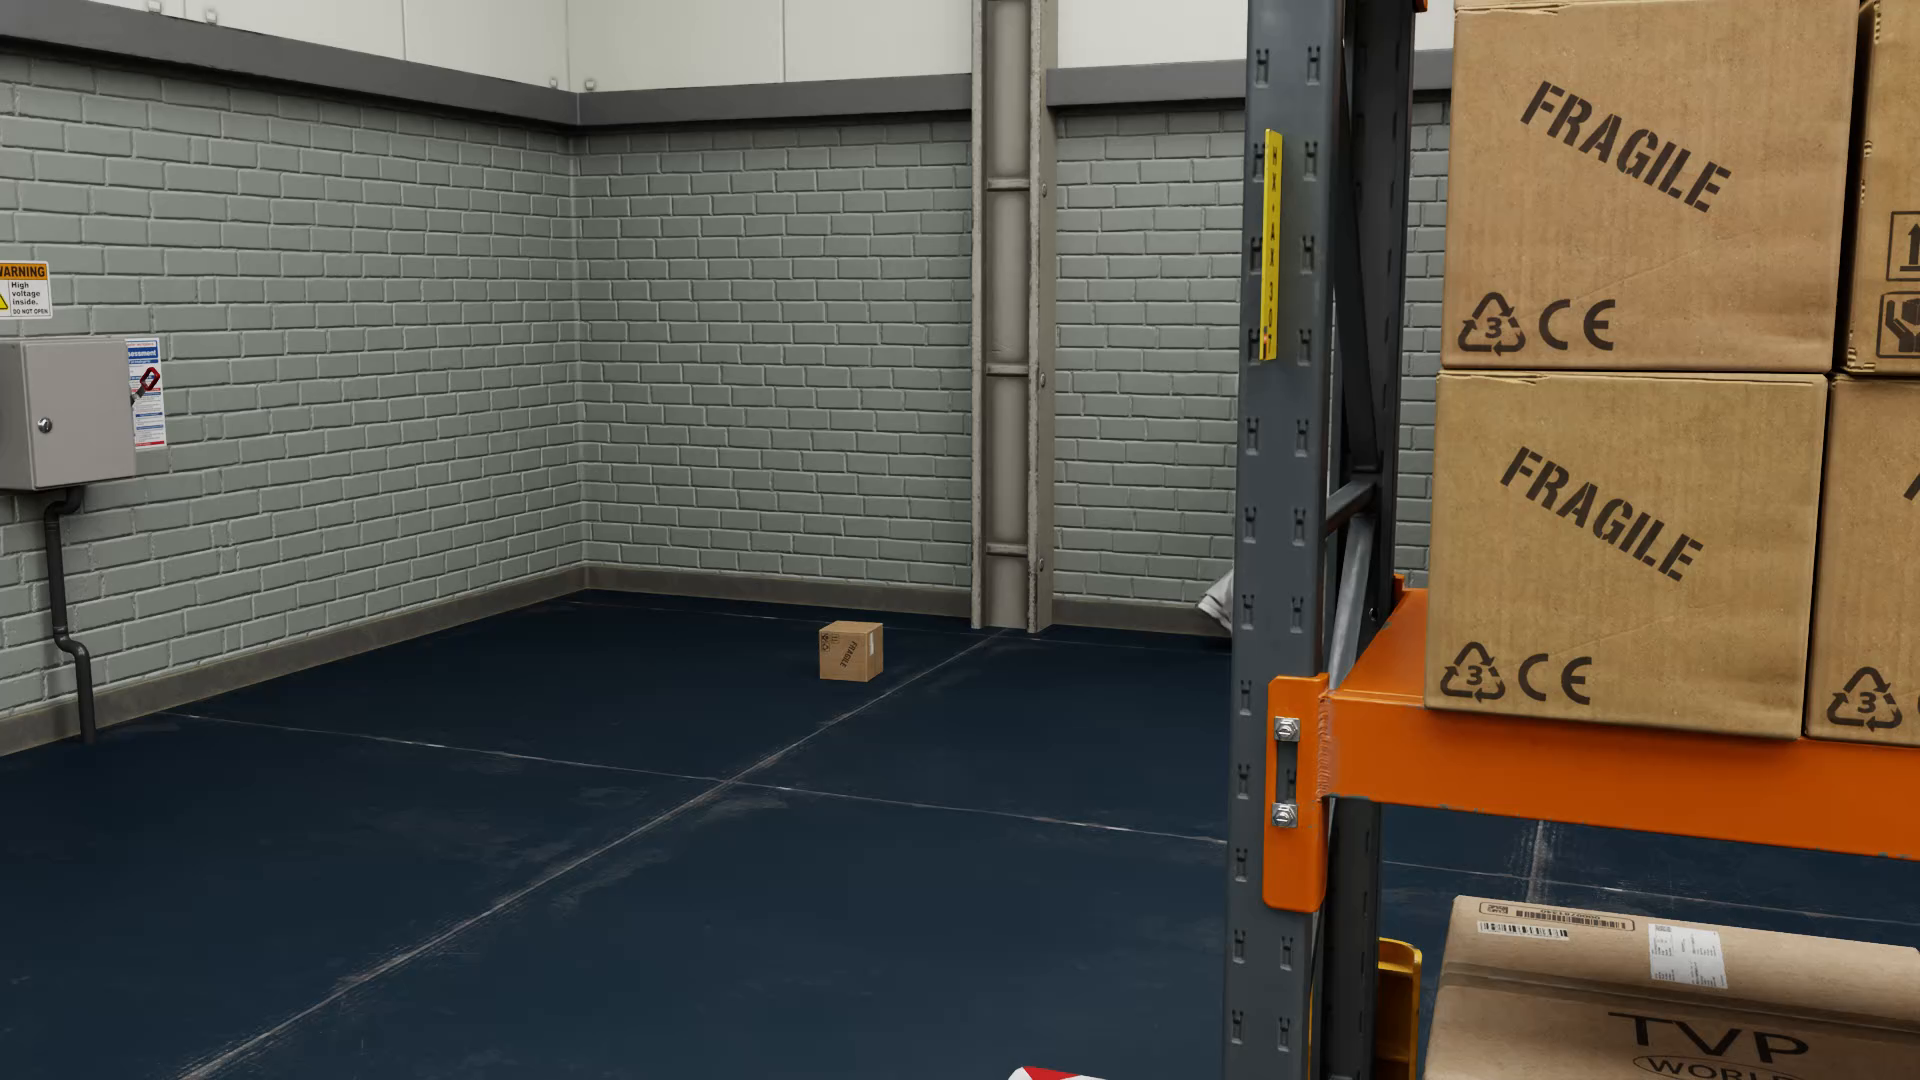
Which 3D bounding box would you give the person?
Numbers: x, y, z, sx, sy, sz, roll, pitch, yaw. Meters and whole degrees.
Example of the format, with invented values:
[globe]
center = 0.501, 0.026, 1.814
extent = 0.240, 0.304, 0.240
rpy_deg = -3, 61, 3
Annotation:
[person]
center = 1.802, -0.302, 8.826
extent = 1.037, 1.700, 0.572
rpy_deg = -4, 10, -27
